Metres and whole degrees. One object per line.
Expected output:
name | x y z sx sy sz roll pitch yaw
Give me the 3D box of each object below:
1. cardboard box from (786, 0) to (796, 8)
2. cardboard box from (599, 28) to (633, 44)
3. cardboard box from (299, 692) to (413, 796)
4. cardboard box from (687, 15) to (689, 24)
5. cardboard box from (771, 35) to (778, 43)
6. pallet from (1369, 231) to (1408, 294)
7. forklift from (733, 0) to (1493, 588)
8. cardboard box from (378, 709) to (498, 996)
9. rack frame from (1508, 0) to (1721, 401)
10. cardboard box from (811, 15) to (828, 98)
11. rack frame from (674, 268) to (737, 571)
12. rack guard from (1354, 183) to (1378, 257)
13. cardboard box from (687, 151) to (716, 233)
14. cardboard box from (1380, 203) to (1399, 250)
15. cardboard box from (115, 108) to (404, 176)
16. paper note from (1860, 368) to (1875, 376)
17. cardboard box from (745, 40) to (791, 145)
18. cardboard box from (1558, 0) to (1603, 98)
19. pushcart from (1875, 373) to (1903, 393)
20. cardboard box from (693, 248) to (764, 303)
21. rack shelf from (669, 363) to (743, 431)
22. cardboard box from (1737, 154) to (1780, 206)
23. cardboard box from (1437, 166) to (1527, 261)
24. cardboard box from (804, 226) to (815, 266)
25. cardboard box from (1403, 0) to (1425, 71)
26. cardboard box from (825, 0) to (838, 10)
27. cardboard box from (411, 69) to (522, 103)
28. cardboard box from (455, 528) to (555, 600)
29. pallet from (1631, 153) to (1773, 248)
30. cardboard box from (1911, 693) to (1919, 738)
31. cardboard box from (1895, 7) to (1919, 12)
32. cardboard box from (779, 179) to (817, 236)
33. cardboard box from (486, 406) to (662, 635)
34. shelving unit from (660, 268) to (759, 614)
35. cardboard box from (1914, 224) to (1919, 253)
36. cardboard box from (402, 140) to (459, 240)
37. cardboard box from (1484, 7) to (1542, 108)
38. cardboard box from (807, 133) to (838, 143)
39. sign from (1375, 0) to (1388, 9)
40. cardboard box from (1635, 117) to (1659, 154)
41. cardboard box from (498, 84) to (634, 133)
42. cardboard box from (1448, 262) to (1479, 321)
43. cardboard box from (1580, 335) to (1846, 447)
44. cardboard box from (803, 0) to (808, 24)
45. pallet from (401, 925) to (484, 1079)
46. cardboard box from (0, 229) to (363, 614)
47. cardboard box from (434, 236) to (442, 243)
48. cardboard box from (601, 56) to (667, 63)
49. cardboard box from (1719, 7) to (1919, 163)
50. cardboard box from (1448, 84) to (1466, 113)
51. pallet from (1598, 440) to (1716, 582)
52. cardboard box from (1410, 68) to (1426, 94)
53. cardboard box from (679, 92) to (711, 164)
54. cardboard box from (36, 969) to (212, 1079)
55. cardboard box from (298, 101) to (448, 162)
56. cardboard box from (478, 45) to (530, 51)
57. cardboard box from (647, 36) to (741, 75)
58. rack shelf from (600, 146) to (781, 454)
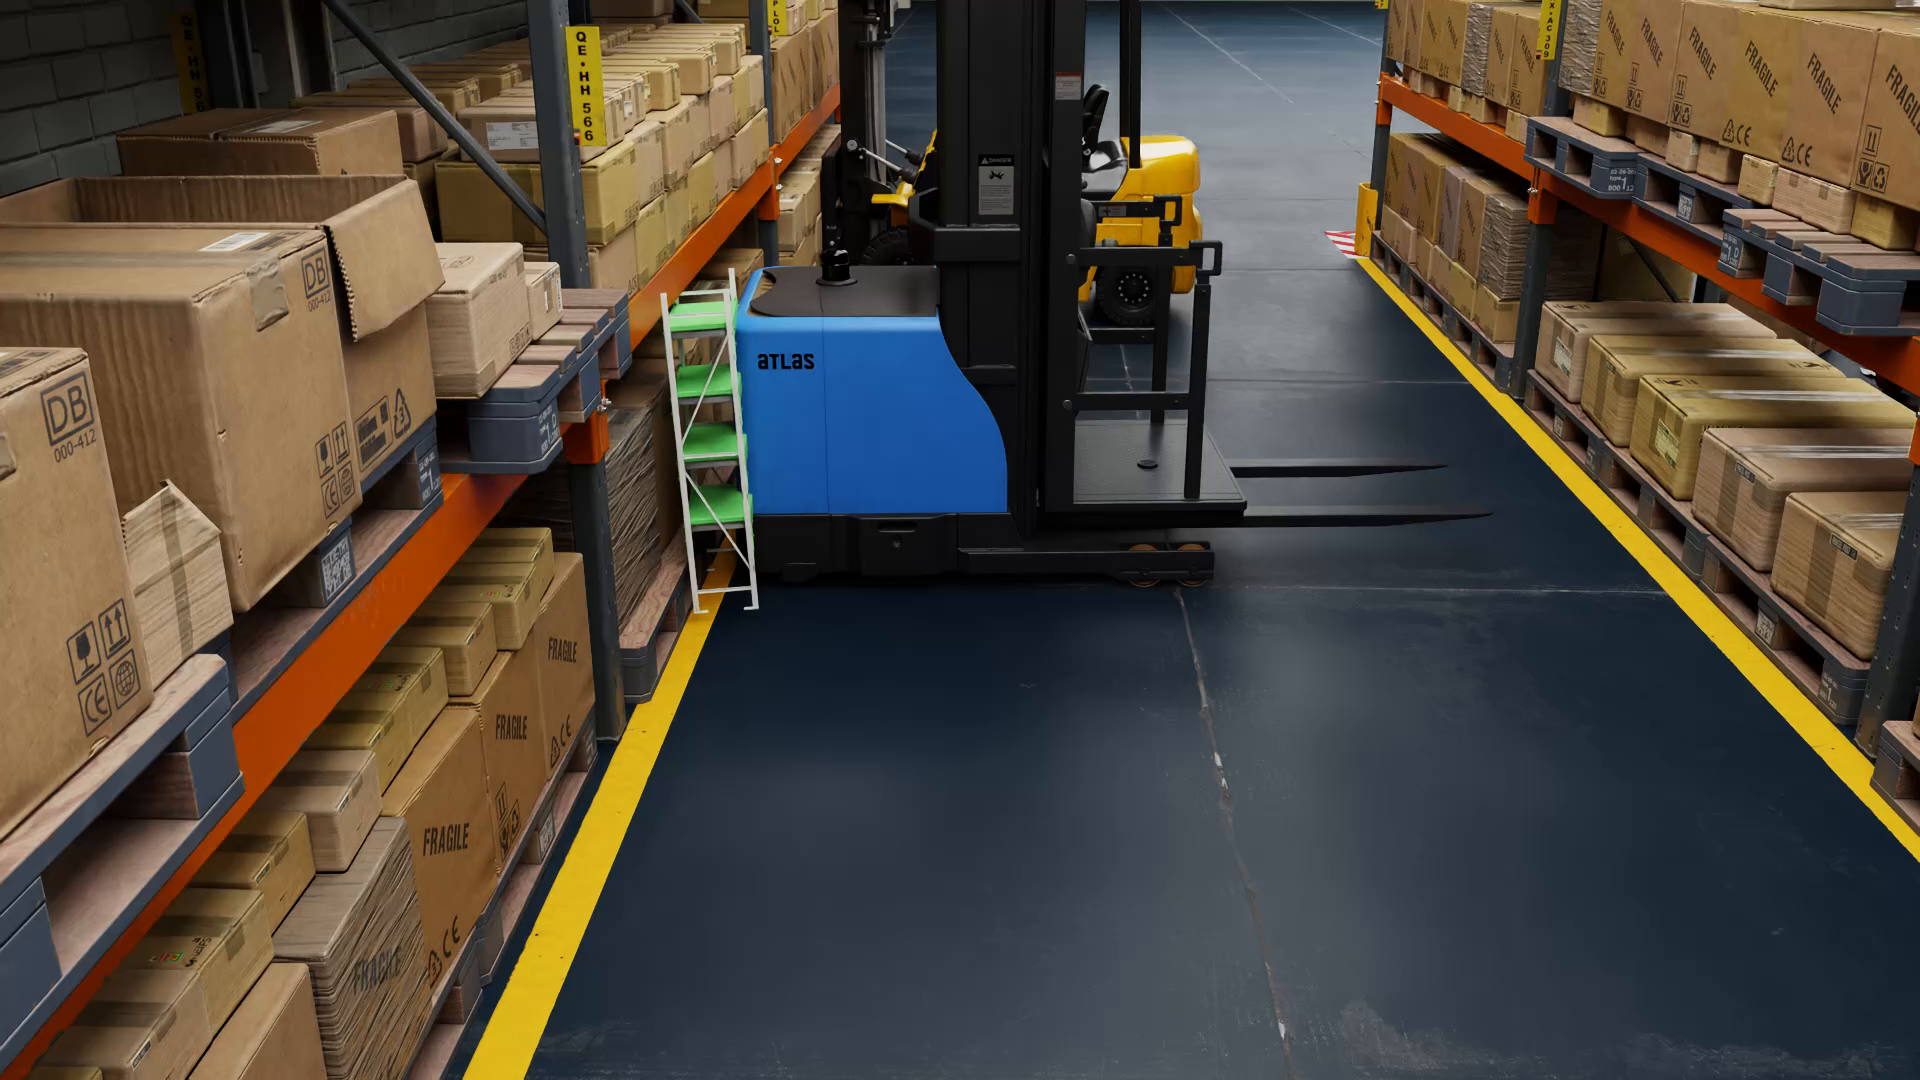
cardboard box | -1.139 -3.097 9.417 0.380 0.149 0.250 1 21 3
cardboard box | -1.758 -2.345 7.891 0.380 0.149 0.250 0 21 0
cardboard box | -1.446 0.457 3.684 0.380 0.149 0.250 0 21 1
cardboard box | -1.761 -2.966 9.491 0.380 0.149 0.250 1 21 2
cardboard box | -1.193 -2.772 8.992 0.380 0.149 0.250 1 21 3
pallet | 3.548 -1.989 11.864 1.003 0.211 1.213 1 21 2
forklift | 0.623 -1.372 6.513 3.031 2.935 1.130 -1 21 -1
cardboard box | -1.431 0.724 3.891 0.500 0.500 0.500 2 21 4
rack frame | 3.489 -2.164 8.459 1.000 3.000 0.127 1 21 2
cardboard box | -1.143 -3.156 10.879 0.500 0.500 0.500 0 21 1
rack frame | -0.949 -0.454 6.496 0.240 1.200 0.015 -4 18 -4
rack guard | 3.609 -2.417 12.568 1.175 0.500 0.348 1 21 2
cardboard box | -1.290 -1.414 6.734 0.500 0.250 0.500 1 21 3
cardboard box | 3.310 -2.235 11.864 0.500 0.250 0.500 0 21 1
cardboard box | -1.766 -0.829 4.300 0.500 0.500 0.500 2 21 4
paper note | 5.211 -0.952 9.441 0.148 0.019 0.142 1 21 2
cardboard box | -1.198 -2.421 8.984 0.500 0.500 0.500 0 21 0
cardboard box | 3.188 -2.379 7.882 0.500 0.500 0.500 1 21 3
pushcart | 5.770 -0.934 8.915 1.648 0.377 0.936 -7 22 -17
cardboard box | -1.477 -1.117 8.463 0.875 0.625 0.625 2 21 4
rack shelf | -0.935 -0.546 6.210 0.258 0.148 0.480 -4 18 -4
cardboard box | 3.051 -1.297 5.992 0.380 0.149 0.250 1 21 3
cardboard box | 3.267 -2.013 10.253 0.500 0.500 0.500 2 21 4
cardboard box | -1.136 -1.718 9.839 0.500 0.250 0.500 1 21 1
cardboard box | 3.307 -3.440 11.198 0.500 0.500 0.500 1 21 3
cardboard box | -1.059 -3.791 11.618 0.380 0.149 0.250 1 21 2
cardboard box | -1.798 -1.612 6.001 0.380 0.149 0.250 1 21 1
cardboard box | -1.356 0.078 4.660 0.380 0.149 0.250 0 21 -1
pallet | 3.387 -1.344 6.612 1.003 0.211 1.213 1 21 2
cardboard box | 3.263 0.326 4.399 0.875 0.875 0.875 0 21 1
cardboard box | 3.631 -1.639 5.977 0.500 0.500 0.500 1 21 3
cardboard box | -1.118 -1.953 9.755 0.500 0.250 0.500 1 21 2
cardboard box | -1.561 -0.085 5.803 0.875 0.625 0.625 1 21 3
shelving unit | -0.926 -0.379 6.265 0.258 1.200 0.503 -4 18 -4
cardboard box | 3.142 -0.917 5.013 0.380 0.149 0.250 1 21 4
cardboard box | -1.858 -1.099 5.232 0.500 0.250 0.500 1 21 3
cardboard box | 3.263 -2.699 9.288 0.500 0.500 0.500 1 21 3
cardboard box | -1.063 -2.689 11.650 0.500 0.250 0.500 1 21 3
sign | 3.069 -4.020 12.045 0.100 0.325 0.005 1 21 2
cardboard box | 3.158 -1.760 7.185 0.380 0.149 0.250 1 21 2
cardboard box | -1.301 -1.422 5.511 0.380 0.149 0.250 1 21 3
cardboard box | 3.245 -1.487 9.935 0.500 0.250 0.500 0 21 0
cardboard box | 3.457 -0.685 7.699 0.950 0.372 0.625 2 21 5
cardboard box | -1.133 -3.237 10.191 0.380 0.149 0.250 0 21 1
pallet | -1.694 1.239 3.545 1.003 0.211 1.213 1 21 2
cardboard box | -1.438 -0.210 2.706 0.700 0.500 0.500 1 21 1
cardboard box | -1.836 -0.866 5.322 0.500 0.250 0.500 0 21 0
cardboard box | -1.350 -1.794 6.470 0.380 0.149 0.250 1 21 2
cardboard box | 3.122 -1.636 5.968 0.500 0.500 0.500 -1 21 -2
cardboard box | 3.231 -2.719 10.238 0.380 0.149 0.250 1 21 2
pallet | 3.433 -0.140 7.098 1.003 0.211 1.213 1 21 2
cardboard box | 3.257 -3.095 11.205 0.380 0.149 0.250 1 21 2
cardboard box | -1.296 -1.647 6.643 0.500 0.250 0.500 1 21 2
cardboard box | -1.472 0.833 2.714 0.380 0.149 0.250 1 21 1
cardboard box | -1.786 -1.240 5.042 0.380 0.149 0.250 1 21 3
cardboard box | -1.789 -1.981 6.953 0.380 0.149 0.250 0 21 1
cardboard box | -1.186 -2.162 7.420 0.380 0.149 0.250 0 21 0
rack shelf | -1.533 -1.159 6.863 1.077 0.370 4.000 1 21 2
